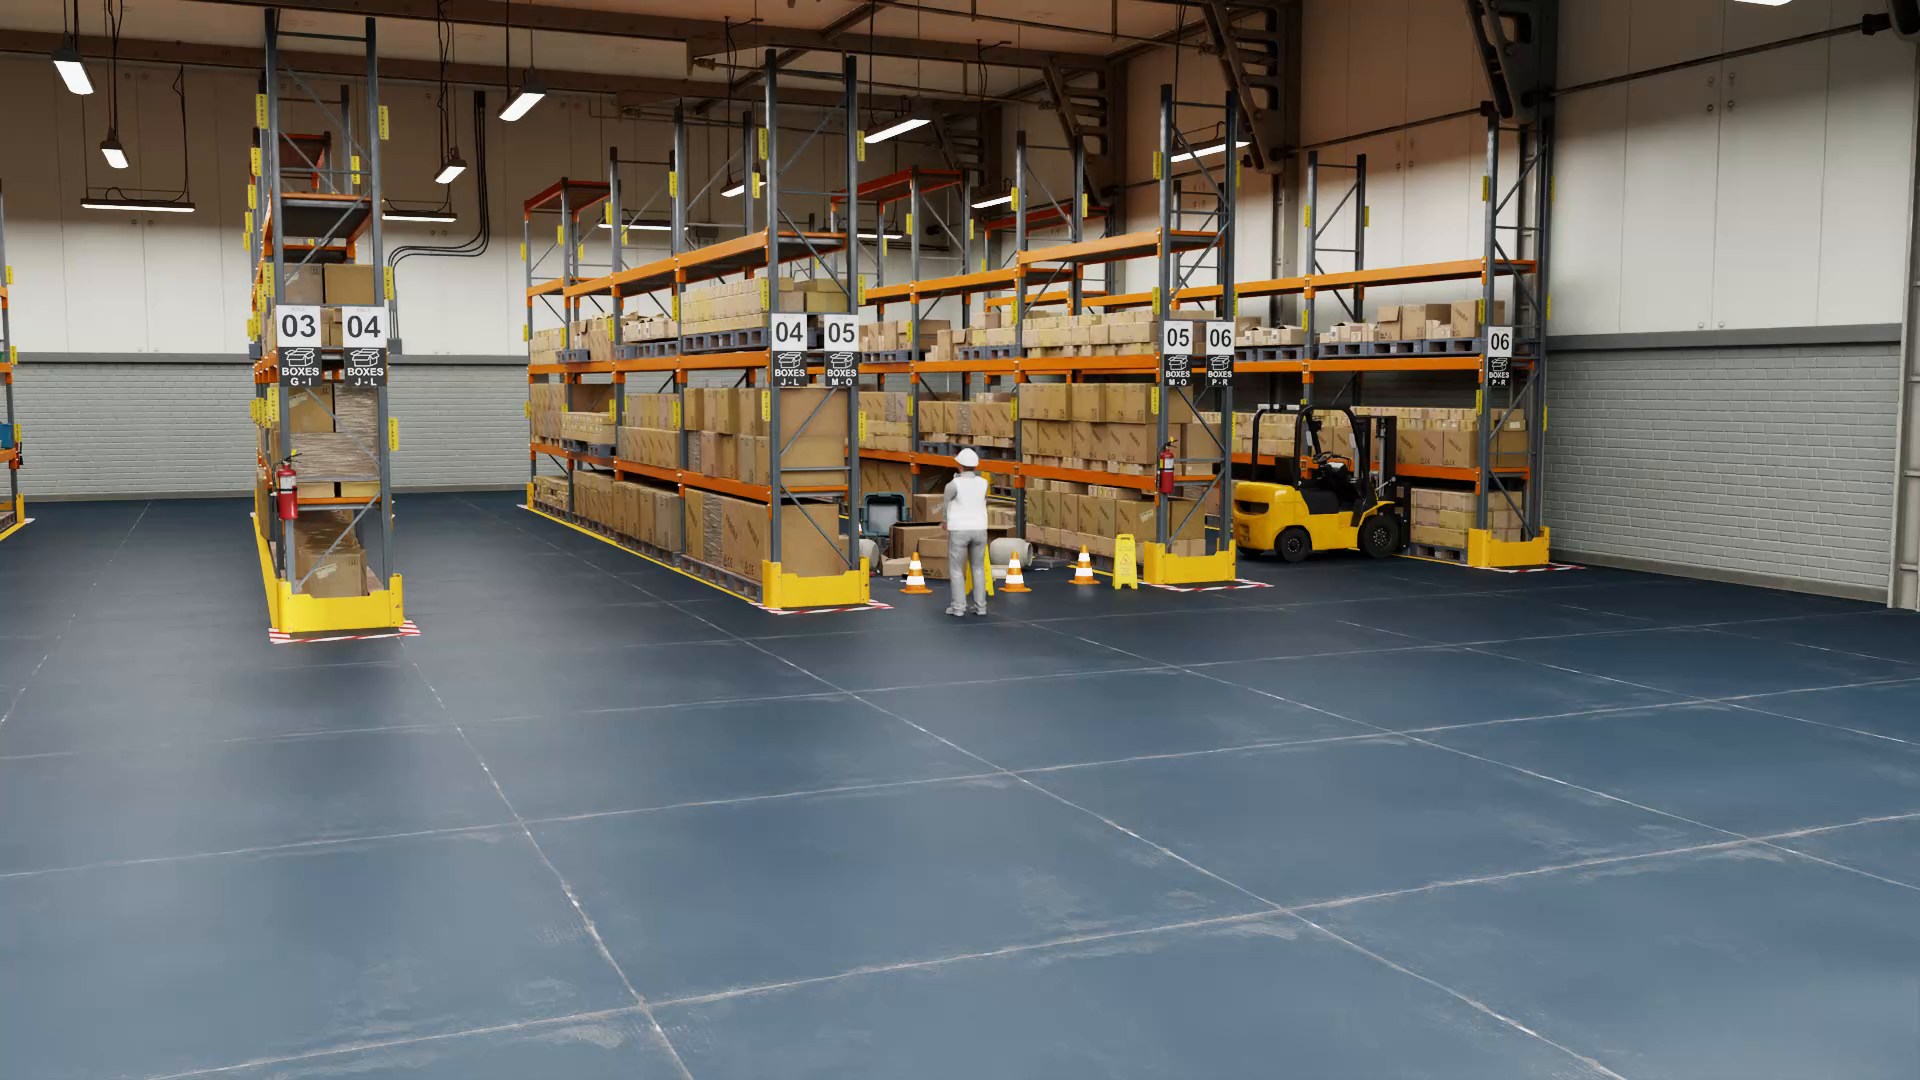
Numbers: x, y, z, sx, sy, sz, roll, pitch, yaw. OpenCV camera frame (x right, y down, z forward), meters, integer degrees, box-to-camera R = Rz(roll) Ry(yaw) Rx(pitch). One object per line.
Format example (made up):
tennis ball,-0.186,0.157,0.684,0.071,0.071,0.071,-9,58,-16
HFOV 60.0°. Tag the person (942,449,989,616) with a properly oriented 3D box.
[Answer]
person,0.026,-0.094,17.663,0.494,1.764,0.548,-2,6,-23
